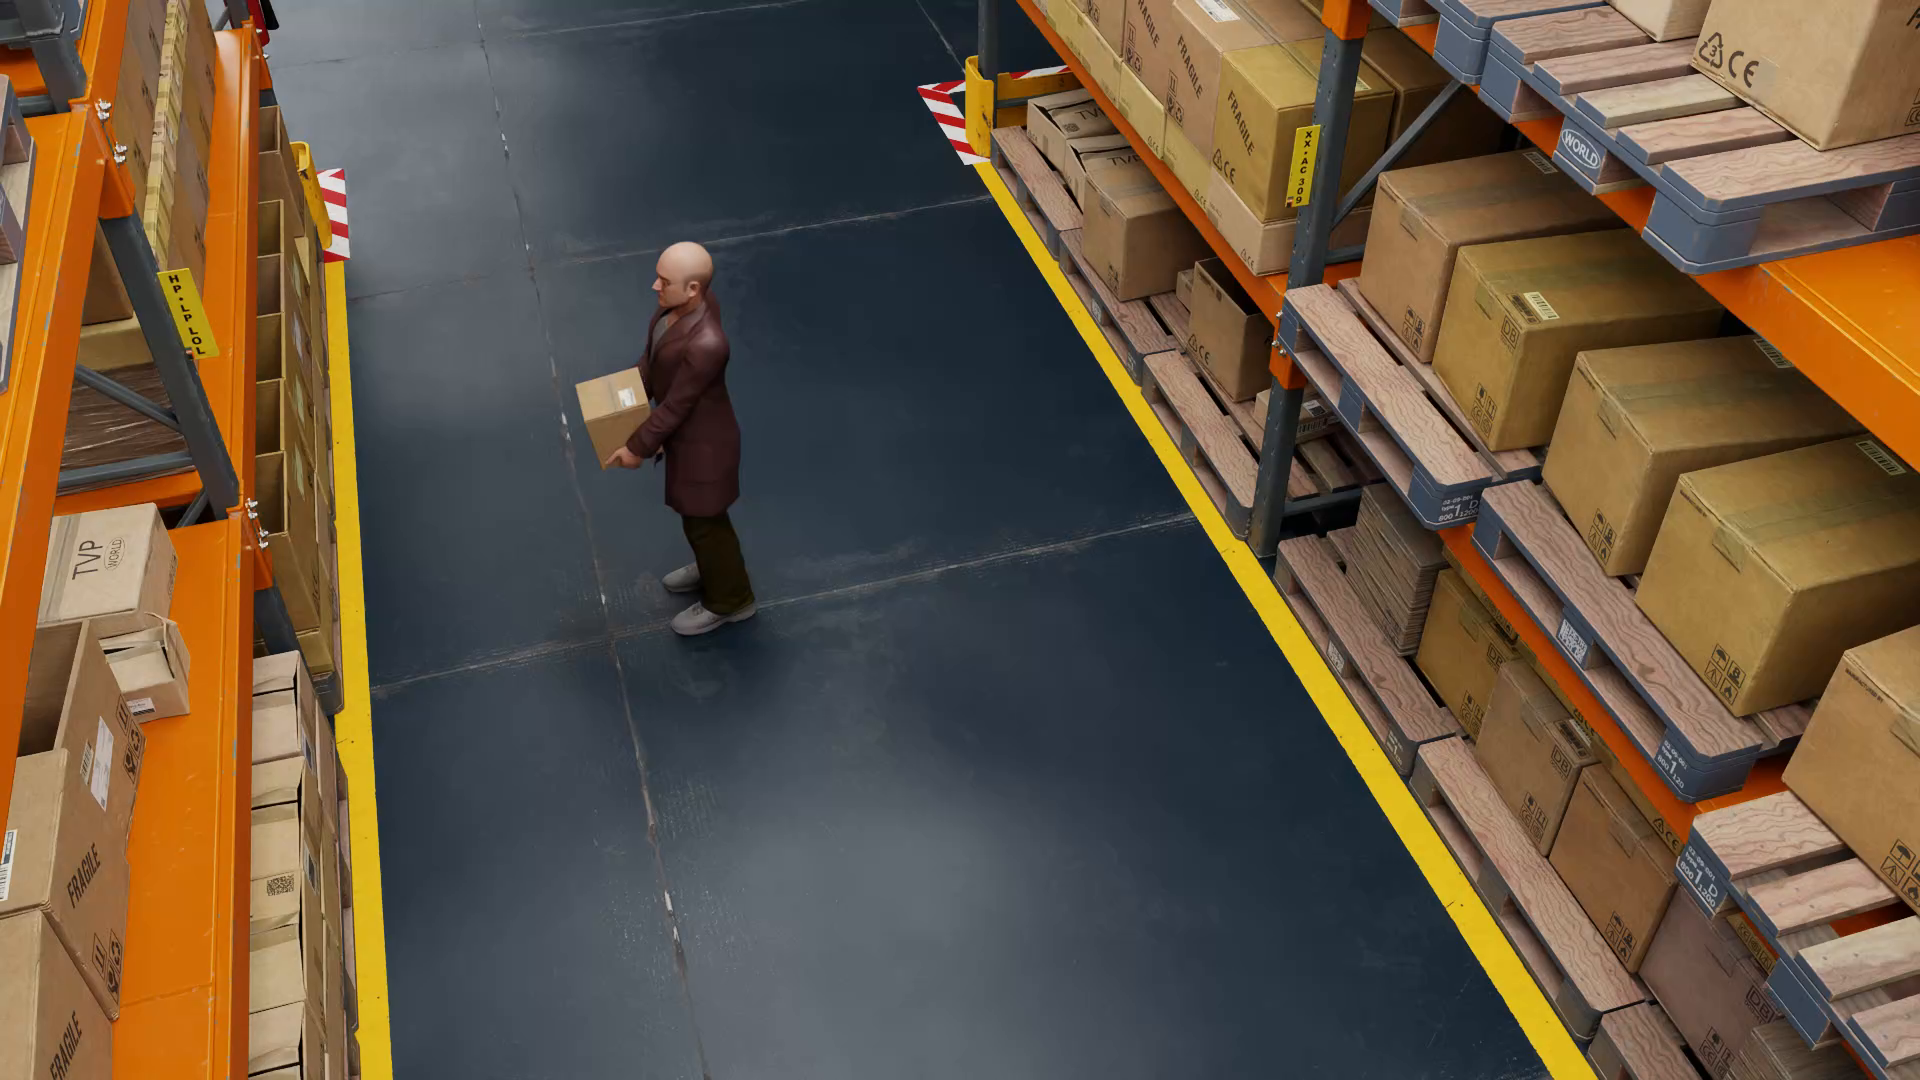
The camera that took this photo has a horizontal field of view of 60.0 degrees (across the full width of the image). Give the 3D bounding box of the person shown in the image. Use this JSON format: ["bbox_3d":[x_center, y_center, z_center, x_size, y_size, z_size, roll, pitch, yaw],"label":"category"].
[{"bbox_3d":[-1.147,-0.382,6.603,0.545,1.779,0.524,-12,43,-13],"label":"person"}]
